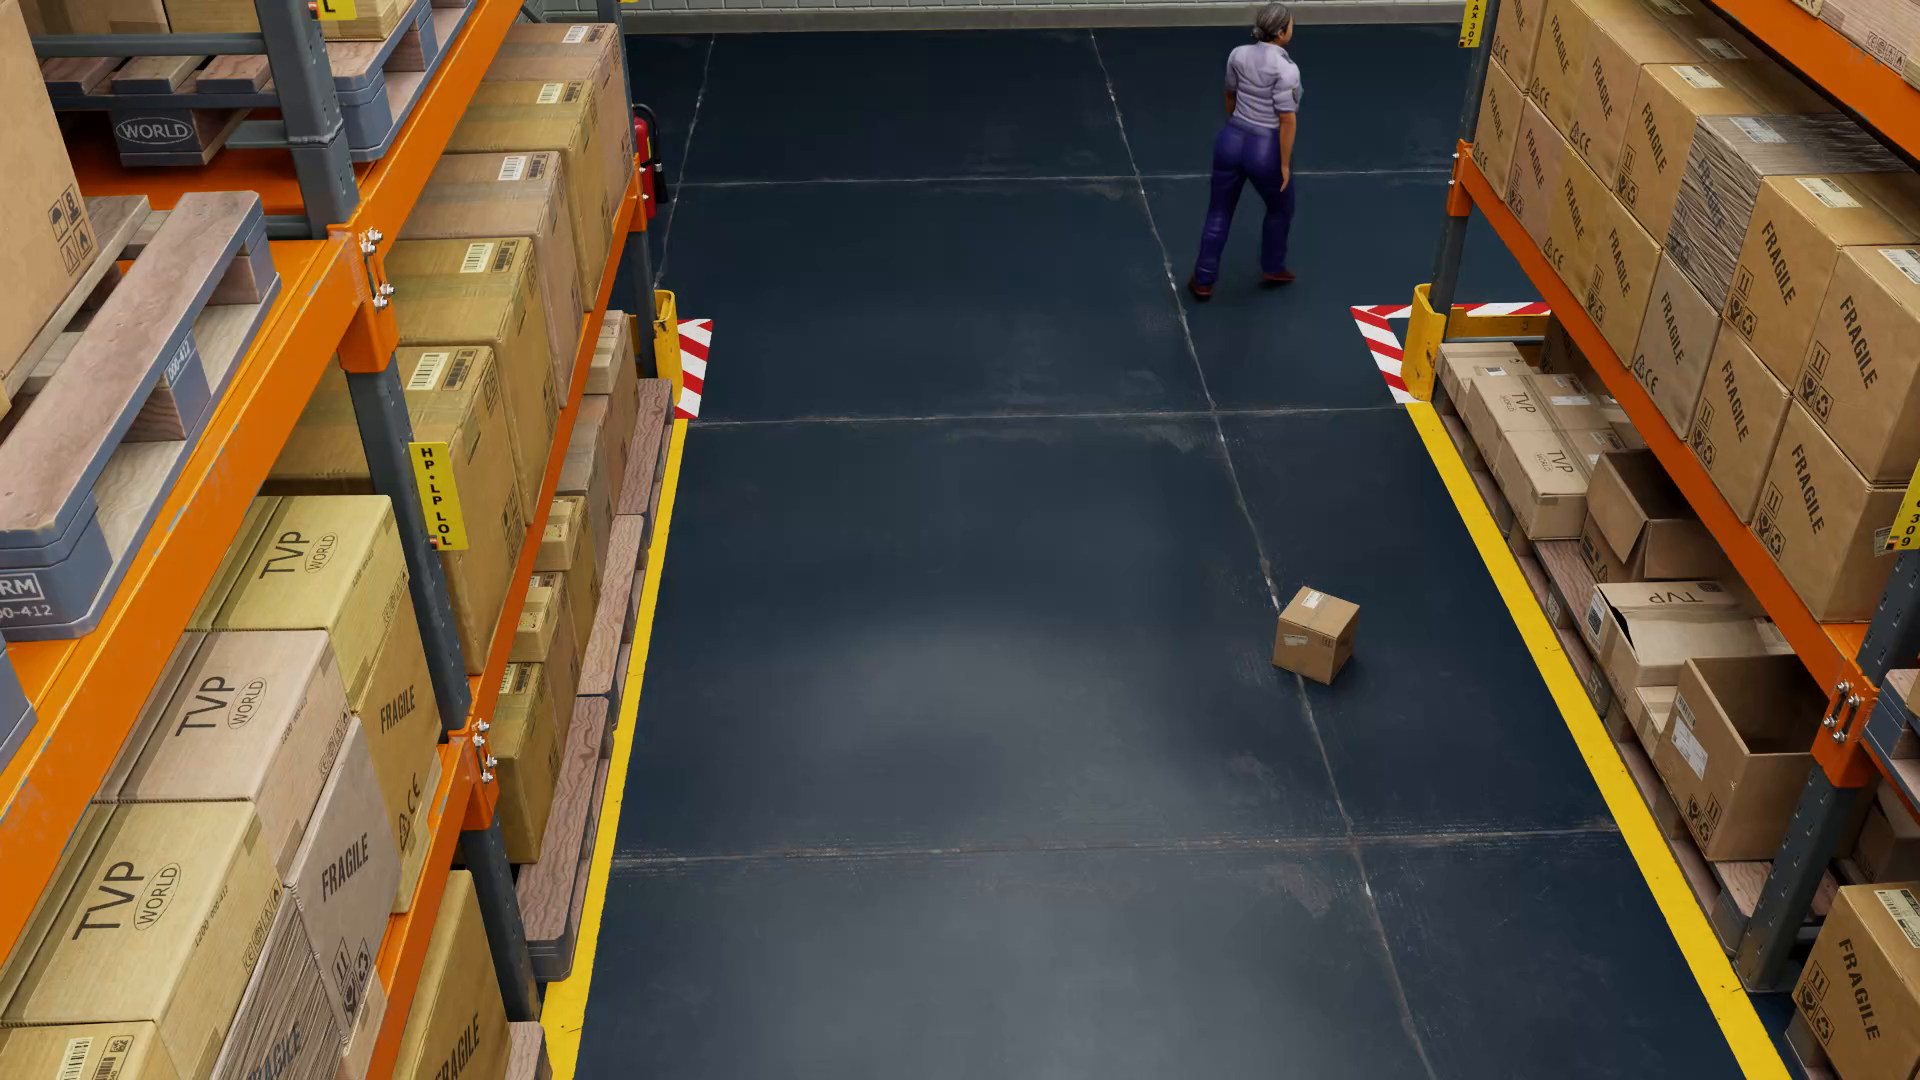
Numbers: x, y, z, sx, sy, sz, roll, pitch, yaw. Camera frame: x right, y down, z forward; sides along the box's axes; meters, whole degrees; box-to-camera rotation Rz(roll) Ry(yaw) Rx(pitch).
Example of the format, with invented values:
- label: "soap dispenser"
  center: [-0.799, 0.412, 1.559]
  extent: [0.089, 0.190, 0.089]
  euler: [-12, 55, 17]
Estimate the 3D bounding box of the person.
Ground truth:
- label: "person"
  center: [1.640, -2.132, 9.159]
  extent: [0.537, 1.673, 0.678]
  euler: [23, 42, 29]
